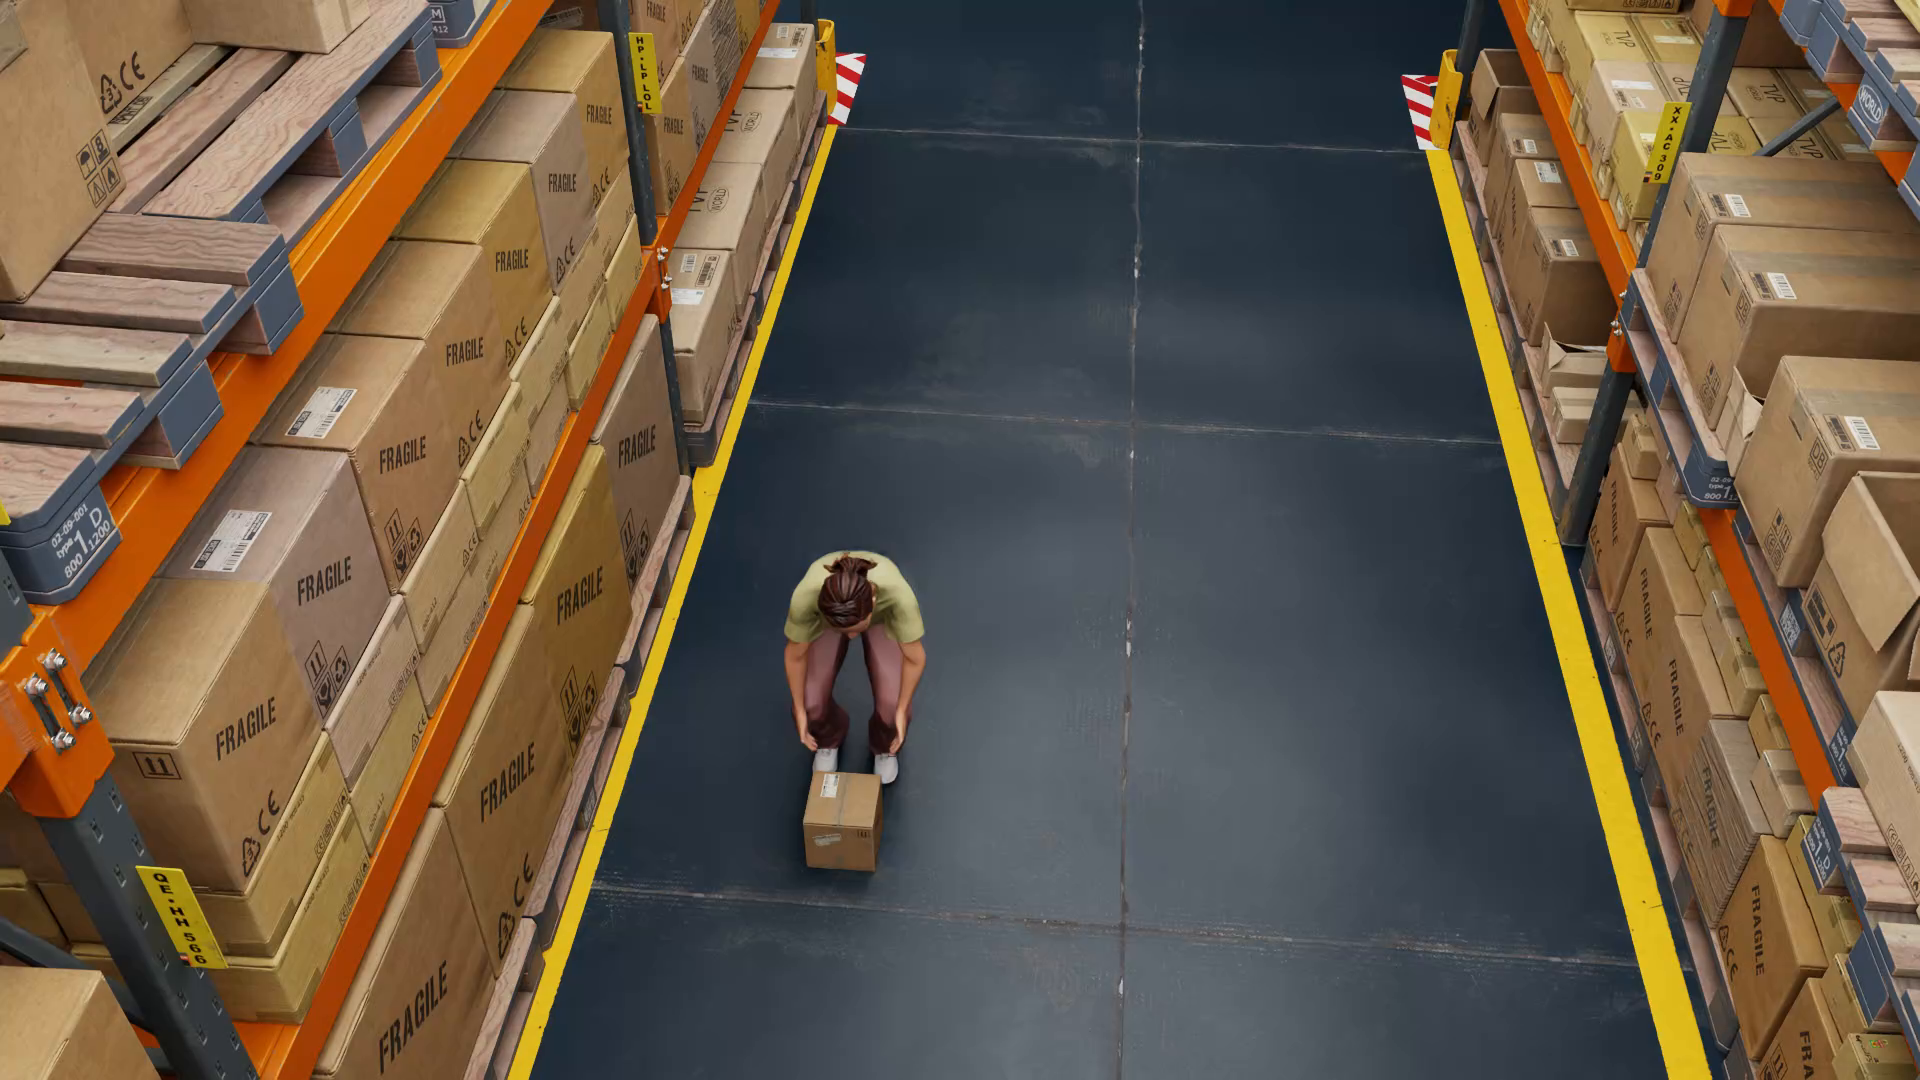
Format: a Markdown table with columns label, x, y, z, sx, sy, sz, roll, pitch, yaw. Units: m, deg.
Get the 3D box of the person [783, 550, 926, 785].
| label | x | y | z | sx | sy | sz | roll | pitch | yaw |
| --- | --- | --- | --- | --- | --- | --- | --- | --- | --- |
| person | -0.363 | 0.411 | 6.052 | 0.506 | 1.187 | 0.730 | 3 | 40 | 4 |
